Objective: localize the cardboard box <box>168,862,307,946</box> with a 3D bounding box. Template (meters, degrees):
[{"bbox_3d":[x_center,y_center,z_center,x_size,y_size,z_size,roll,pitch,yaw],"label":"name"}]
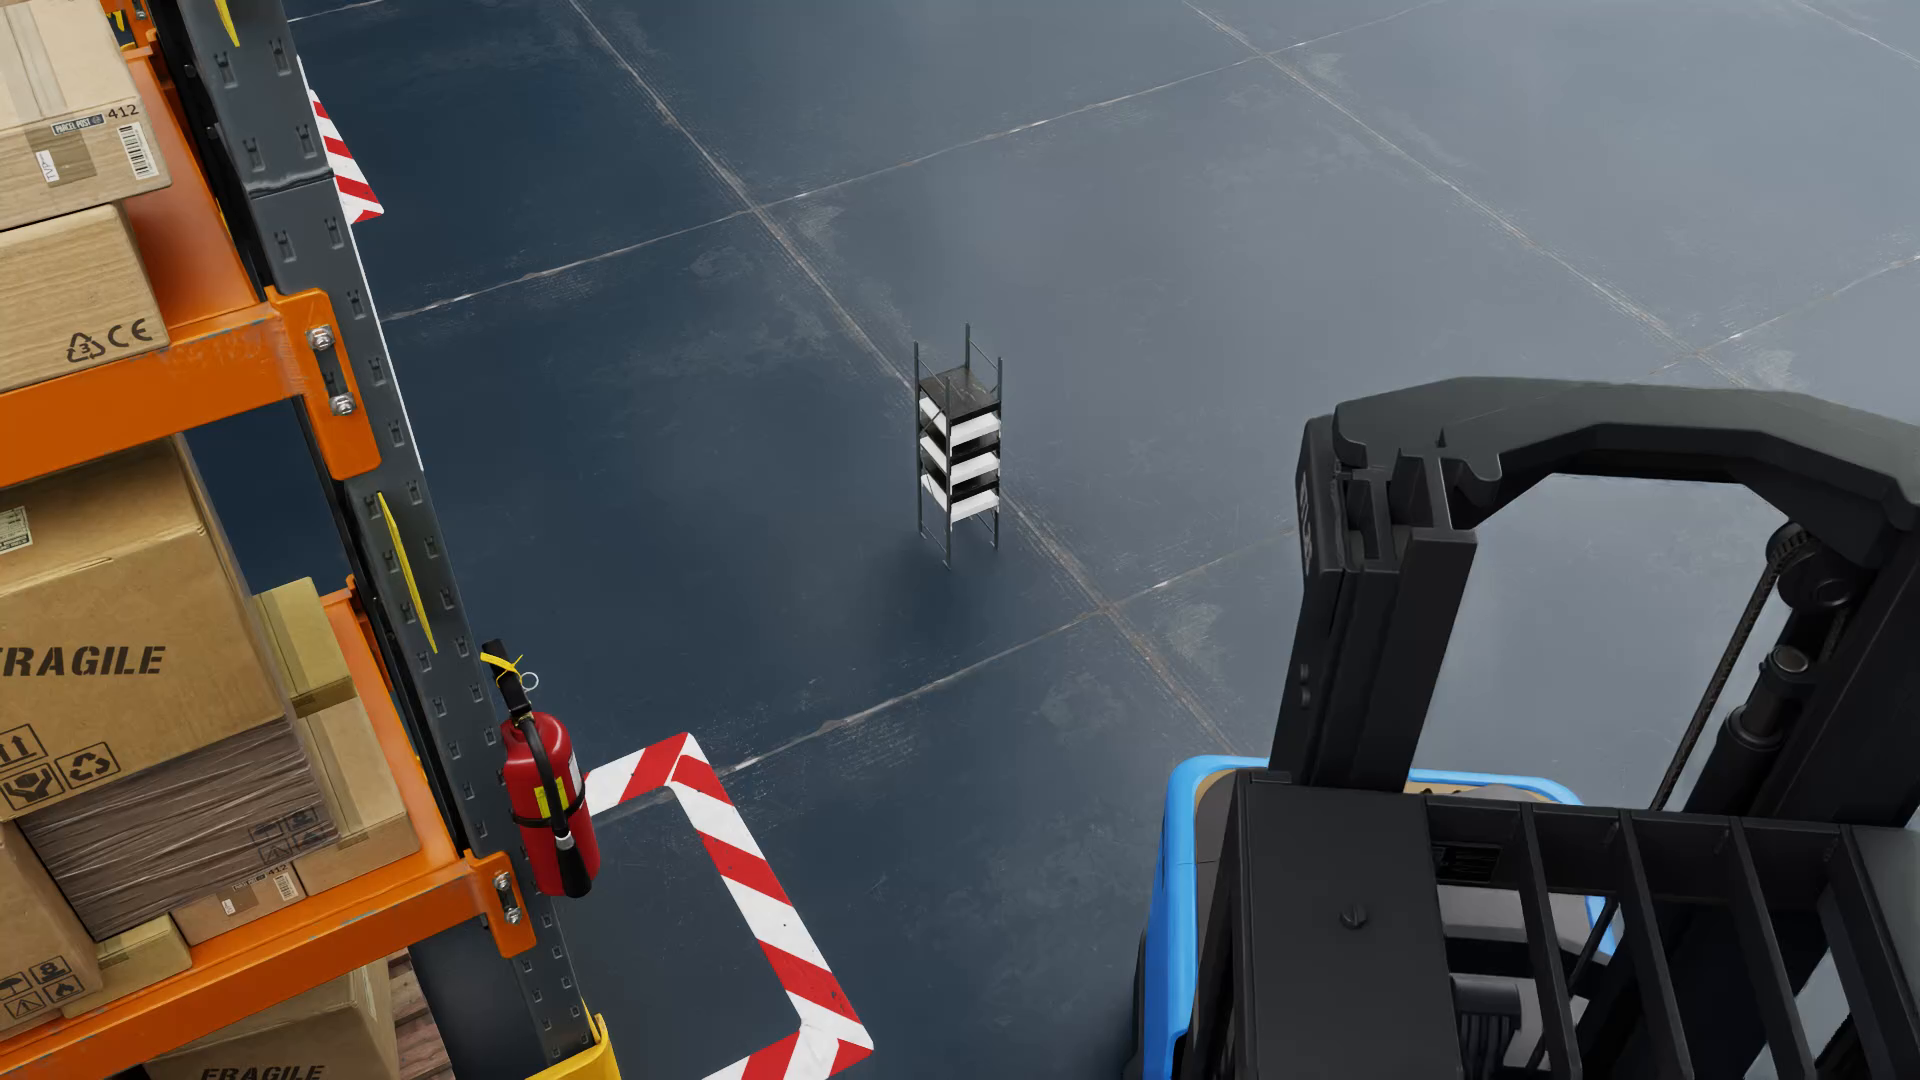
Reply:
[{"bbox_3d":[-1.607,0.650,3.607,0.250,0.149,0.380,-22,48,-21],"label":"cardboard box"}]

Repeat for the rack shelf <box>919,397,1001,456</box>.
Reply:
[{"bbox_3d":[-0.007,-0.425,5.832,0.200,0.077,0.258,-22,48,-21],"label":"rack shelf"}]

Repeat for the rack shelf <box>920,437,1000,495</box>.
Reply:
[{"bbox_3d":[-0.007,-0.296,5.957,0.200,0.077,0.258,-22,48,-21],"label":"rack shelf"}]

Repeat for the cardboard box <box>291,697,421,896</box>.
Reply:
[{"bbox_3d":[-1.390,0.563,3.696,0.250,0.149,0.380,-22,48,-21],"label":"cardboard box"}]

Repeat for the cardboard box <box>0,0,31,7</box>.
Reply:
[{"bbox_3d":[-1.599,-0.960,2.753,0.250,0.149,0.380,-22,48,-21],"label":"cardboard box"}]

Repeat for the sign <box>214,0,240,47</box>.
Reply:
[{"bbox_3d":[-0.986,-0.802,2.133,0.005,0.325,0.100,-22,48,-21],"label":"sign"}]

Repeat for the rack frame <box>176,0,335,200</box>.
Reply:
[{"bbox_3d":[-1.245,-1.903,1.750,0.127,3.000,1.000,-22,48,-21],"label":"rack frame"}]

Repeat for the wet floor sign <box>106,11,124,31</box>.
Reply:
[{"bbox_3d":[-4.590,-3.141,9.024,0.232,0.644,0.267,-30,52,-27],"label":"wet floor sign"}]

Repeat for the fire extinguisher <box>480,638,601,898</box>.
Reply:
[{"bbox_3d":[-0.916,0.516,3.620,0.183,0.674,0.296,-22,48,-21],"label":"fire extinguisher"}]

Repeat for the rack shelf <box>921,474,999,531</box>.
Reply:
[{"bbox_3d":[-0.007,-0.167,6.082,0.200,0.077,0.258,-22,48,-21],"label":"rack shelf"}]

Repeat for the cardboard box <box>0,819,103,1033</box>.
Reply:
[{"bbox_3d":[-2.110,0.527,3.268,0.500,0.500,0.875,-22,48,-21],"label":"cardboard box"}]

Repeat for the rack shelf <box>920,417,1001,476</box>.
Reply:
[{"bbox_3d":[-0.007,-0.361,5.894,0.200,0.077,0.258,-22,48,-21],"label":"rack shelf"}]

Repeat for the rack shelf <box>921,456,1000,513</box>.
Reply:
[{"bbox_3d":[-0.007,-0.232,6.020,0.200,0.077,0.258,-22,48,-21],"label":"rack shelf"}]

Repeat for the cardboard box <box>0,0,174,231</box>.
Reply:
[{"bbox_3d":[-1.331,-0.631,2.414,0.250,0.149,0.380,-22,48,-21],"label":"cardboard box"}]

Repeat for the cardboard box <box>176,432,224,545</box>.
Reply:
[{"bbox_3d":[-1.858,-0.226,3.325,0.500,0.500,0.500,-22,48,-21],"label":"cardboard box"}]

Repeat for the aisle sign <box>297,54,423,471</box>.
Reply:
[{"bbox_3d":[-1.042,-0.524,2.769,0.004,0.787,0.394,-22,48,-21],"label":"aisle sign"}]

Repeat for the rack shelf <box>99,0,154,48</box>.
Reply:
[{"bbox_3d":[-5.363,-1.828,6.497,4.000,0.370,1.077,-22,48,-21],"label":"rack shelf"}]

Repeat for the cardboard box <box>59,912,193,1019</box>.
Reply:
[{"bbox_3d":[-1.798,0.768,3.486,0.250,0.149,0.380,-22,48,-21],"label":"cardboard box"}]

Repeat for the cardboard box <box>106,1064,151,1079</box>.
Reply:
[{"bbox_3d":[-2.296,1.431,4.115,0.500,0.500,0.500,-10,45,-10],"label":"cardboard box"}]

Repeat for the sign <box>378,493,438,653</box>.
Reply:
[{"bbox_3d":[-0.986,0.063,2.973,0.005,0.325,0.100,-22,48,-21],"label":"sign"}]

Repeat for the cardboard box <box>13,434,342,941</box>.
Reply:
[{"bbox_3d":[-1.736,0.281,3.521,0.500,0.500,0.875,-22,48,-21],"label":"cardboard box"}]

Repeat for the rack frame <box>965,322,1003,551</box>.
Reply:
[{"bbox_3d":[0.081,-0.355,5.970,0.006,0.900,0.240,-22,48,-21],"label":"rack frame"}]

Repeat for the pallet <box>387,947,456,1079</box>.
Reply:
[{"bbox_3d":[-2.033,1.537,4.514,1.213,0.211,1.003,-22,48,-21],"label":"pallet"}]

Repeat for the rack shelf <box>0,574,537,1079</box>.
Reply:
[{"bbox_3d":[-2.979,1.202,3.374,4.000,0.370,1.077,-22,48,-21],"label":"rack shelf"}]

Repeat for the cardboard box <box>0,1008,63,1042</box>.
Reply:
[{"bbox_3d":[-2.022,0.845,3.406,0.250,0.149,0.380,-22,48,-21],"label":"cardboard box"}]

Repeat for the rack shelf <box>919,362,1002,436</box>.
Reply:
[{"bbox_3d":[-0.007,-0.490,5.769,0.200,0.077,0.258,-22,48,-21],"label":"rack shelf"}]

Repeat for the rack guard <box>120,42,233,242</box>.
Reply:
[{"bbox_3d":[-3.608,-1.892,7.840,0.348,0.500,1.175,-22,48,-21],"label":"rack guard"}]

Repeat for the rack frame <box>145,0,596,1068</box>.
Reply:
[{"bbox_3d":[-1.245,0.250,3.839,0.127,3.000,1.000,-22,48,-21],"label":"rack frame"}]

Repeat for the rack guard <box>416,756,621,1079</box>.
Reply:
[{"bbox_3d":[-1.311,1.173,4.682,0.348,0.500,1.175,-22,48,-21],"label":"rack guard"}]

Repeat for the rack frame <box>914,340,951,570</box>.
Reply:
[{"bbox_3d":[-0.095,-0.285,5.897,0.006,0.900,0.240,-22,48,-21],"label":"rack frame"}]

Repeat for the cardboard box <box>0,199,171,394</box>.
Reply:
[{"bbox_3d":[-1.537,-0.452,2.516,0.500,0.250,0.500,-21,48,-20],"label":"cardboard box"}]

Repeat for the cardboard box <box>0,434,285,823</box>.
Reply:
[{"bbox_3d":[-1.599,0.088,3.002,0.500,0.500,0.500,-22,48,-21],"label":"cardboard box"}]

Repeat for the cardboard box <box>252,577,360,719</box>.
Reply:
[{"bbox_3d":[-1.611,0.295,3.973,0.250,0.149,0.380,-22,48,-21],"label":"cardboard box"}]

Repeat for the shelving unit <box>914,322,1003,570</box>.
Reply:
[{"bbox_3d":[-0.007,-0.320,5.934,0.210,0.900,0.258,-22,48,-21],"label":"shelving unit"}]

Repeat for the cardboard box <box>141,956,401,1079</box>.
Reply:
[{"bbox_3d":[-1.795,1.203,4.350,0.500,0.500,0.500,-14,46,-14],"label":"cardboard box"}]

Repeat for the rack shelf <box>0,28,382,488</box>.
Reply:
[{"bbox_3d":[-2.979,0.125,2.330,4.000,0.370,1.077,-22,48,-21],"label":"rack shelf"}]

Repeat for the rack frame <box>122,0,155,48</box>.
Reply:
[{"bbox_3d":[-3.629,-2.781,6.961,0.127,3.000,1.000,-22,48,-21],"label":"rack frame"}]

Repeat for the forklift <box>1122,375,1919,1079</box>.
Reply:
[{"bbox_3d":[0.901,1.304,2.802,1.130,2.935,3.031,4,44,4],"label":"forklift"}]
